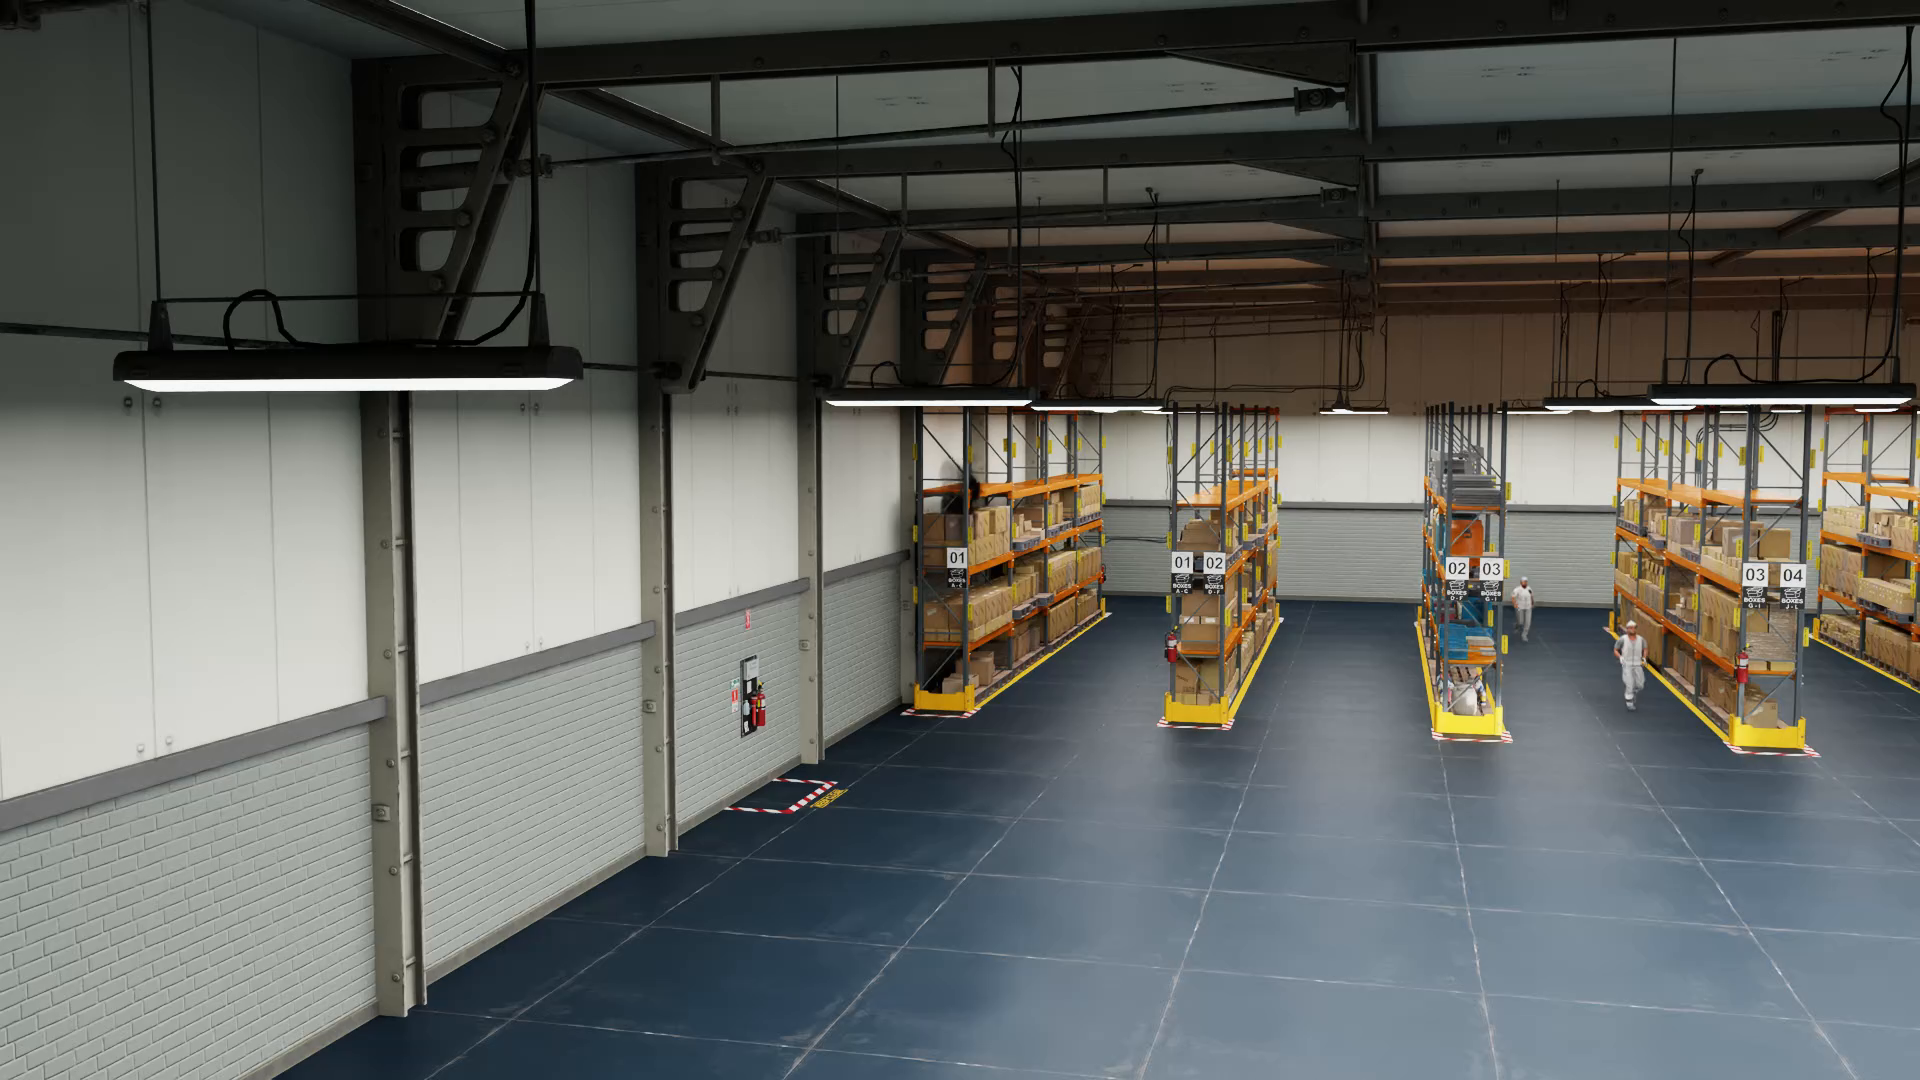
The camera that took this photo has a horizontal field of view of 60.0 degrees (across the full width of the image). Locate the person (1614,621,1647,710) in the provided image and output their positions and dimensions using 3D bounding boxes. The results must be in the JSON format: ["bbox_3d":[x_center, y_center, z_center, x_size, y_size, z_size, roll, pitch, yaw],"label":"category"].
[{"bbox_3d":[13.115,2.452,32.485,0.636,1.740,0.586,1,4,8],"label":"person"}]

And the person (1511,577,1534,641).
[{"bbox_3d":[14.487,1.767,42.791,0.609,1.634,0.627,0,4,1],"label":"person"}]
